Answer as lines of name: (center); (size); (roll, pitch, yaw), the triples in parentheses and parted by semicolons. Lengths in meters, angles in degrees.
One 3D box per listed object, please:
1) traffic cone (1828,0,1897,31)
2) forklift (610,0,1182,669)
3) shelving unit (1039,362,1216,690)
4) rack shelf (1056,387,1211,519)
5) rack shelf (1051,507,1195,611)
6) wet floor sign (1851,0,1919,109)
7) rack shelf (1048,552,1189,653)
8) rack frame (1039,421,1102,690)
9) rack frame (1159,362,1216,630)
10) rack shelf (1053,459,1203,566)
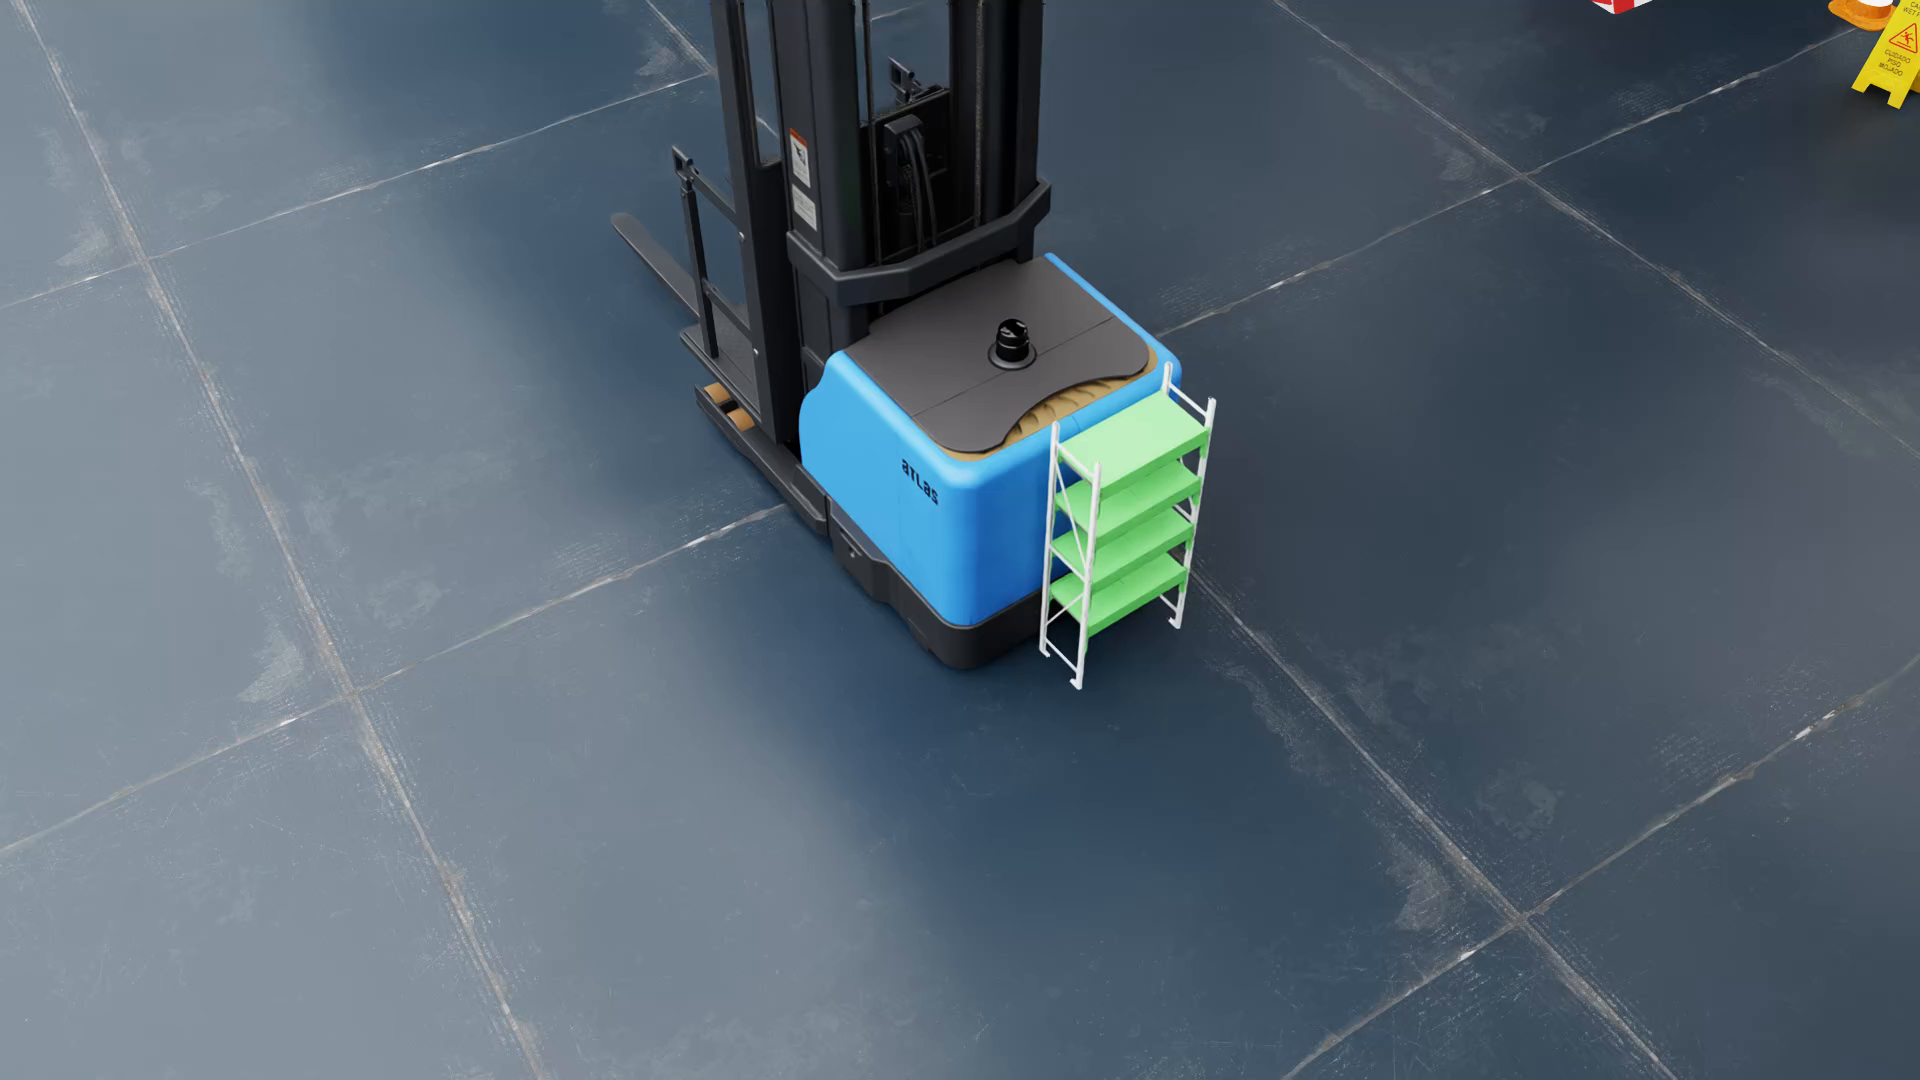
traffic cone: (5.085, -3.116, 9.160); (0.334, 0.463, 0.336); (-25, 53, -21)
forklift: (-0.472, -1.561, 6.123); (1.130, 2.935, 3.031); (-28, 54, -23)
shelving unit: (0.574, -0.022, 5.911); (0.503, 1.200, 0.258); (-29, 54, -23)
rack shelf: (0.574, -0.298, 5.600); (0.480, 0.148, 0.258); (-29, 54, -23)
rack shelf: (0.574, 0.021, 5.959); (0.480, 0.148, 0.258); (-29, 54, -23)
wet floor sign: (4.910, -2.600, 8.578); (0.232, 0.644, 0.267); (-34, 57, -27)
rack shelf: (0.574, 0.180, 6.138); (0.480, 0.148, 0.258); (-29, 54, -23)
rack frame: (0.378, 0.086, 5.815); (0.015, 1.200, 0.240); (-29, 54, -23)
rack frame: (0.771, -0.130, 6.007); (0.015, 1.200, 0.240); (-29, 54, -23)
rack shelf: (0.574, -0.139, 5.780); (0.480, 0.148, 0.258); (-29, 54, -23)
